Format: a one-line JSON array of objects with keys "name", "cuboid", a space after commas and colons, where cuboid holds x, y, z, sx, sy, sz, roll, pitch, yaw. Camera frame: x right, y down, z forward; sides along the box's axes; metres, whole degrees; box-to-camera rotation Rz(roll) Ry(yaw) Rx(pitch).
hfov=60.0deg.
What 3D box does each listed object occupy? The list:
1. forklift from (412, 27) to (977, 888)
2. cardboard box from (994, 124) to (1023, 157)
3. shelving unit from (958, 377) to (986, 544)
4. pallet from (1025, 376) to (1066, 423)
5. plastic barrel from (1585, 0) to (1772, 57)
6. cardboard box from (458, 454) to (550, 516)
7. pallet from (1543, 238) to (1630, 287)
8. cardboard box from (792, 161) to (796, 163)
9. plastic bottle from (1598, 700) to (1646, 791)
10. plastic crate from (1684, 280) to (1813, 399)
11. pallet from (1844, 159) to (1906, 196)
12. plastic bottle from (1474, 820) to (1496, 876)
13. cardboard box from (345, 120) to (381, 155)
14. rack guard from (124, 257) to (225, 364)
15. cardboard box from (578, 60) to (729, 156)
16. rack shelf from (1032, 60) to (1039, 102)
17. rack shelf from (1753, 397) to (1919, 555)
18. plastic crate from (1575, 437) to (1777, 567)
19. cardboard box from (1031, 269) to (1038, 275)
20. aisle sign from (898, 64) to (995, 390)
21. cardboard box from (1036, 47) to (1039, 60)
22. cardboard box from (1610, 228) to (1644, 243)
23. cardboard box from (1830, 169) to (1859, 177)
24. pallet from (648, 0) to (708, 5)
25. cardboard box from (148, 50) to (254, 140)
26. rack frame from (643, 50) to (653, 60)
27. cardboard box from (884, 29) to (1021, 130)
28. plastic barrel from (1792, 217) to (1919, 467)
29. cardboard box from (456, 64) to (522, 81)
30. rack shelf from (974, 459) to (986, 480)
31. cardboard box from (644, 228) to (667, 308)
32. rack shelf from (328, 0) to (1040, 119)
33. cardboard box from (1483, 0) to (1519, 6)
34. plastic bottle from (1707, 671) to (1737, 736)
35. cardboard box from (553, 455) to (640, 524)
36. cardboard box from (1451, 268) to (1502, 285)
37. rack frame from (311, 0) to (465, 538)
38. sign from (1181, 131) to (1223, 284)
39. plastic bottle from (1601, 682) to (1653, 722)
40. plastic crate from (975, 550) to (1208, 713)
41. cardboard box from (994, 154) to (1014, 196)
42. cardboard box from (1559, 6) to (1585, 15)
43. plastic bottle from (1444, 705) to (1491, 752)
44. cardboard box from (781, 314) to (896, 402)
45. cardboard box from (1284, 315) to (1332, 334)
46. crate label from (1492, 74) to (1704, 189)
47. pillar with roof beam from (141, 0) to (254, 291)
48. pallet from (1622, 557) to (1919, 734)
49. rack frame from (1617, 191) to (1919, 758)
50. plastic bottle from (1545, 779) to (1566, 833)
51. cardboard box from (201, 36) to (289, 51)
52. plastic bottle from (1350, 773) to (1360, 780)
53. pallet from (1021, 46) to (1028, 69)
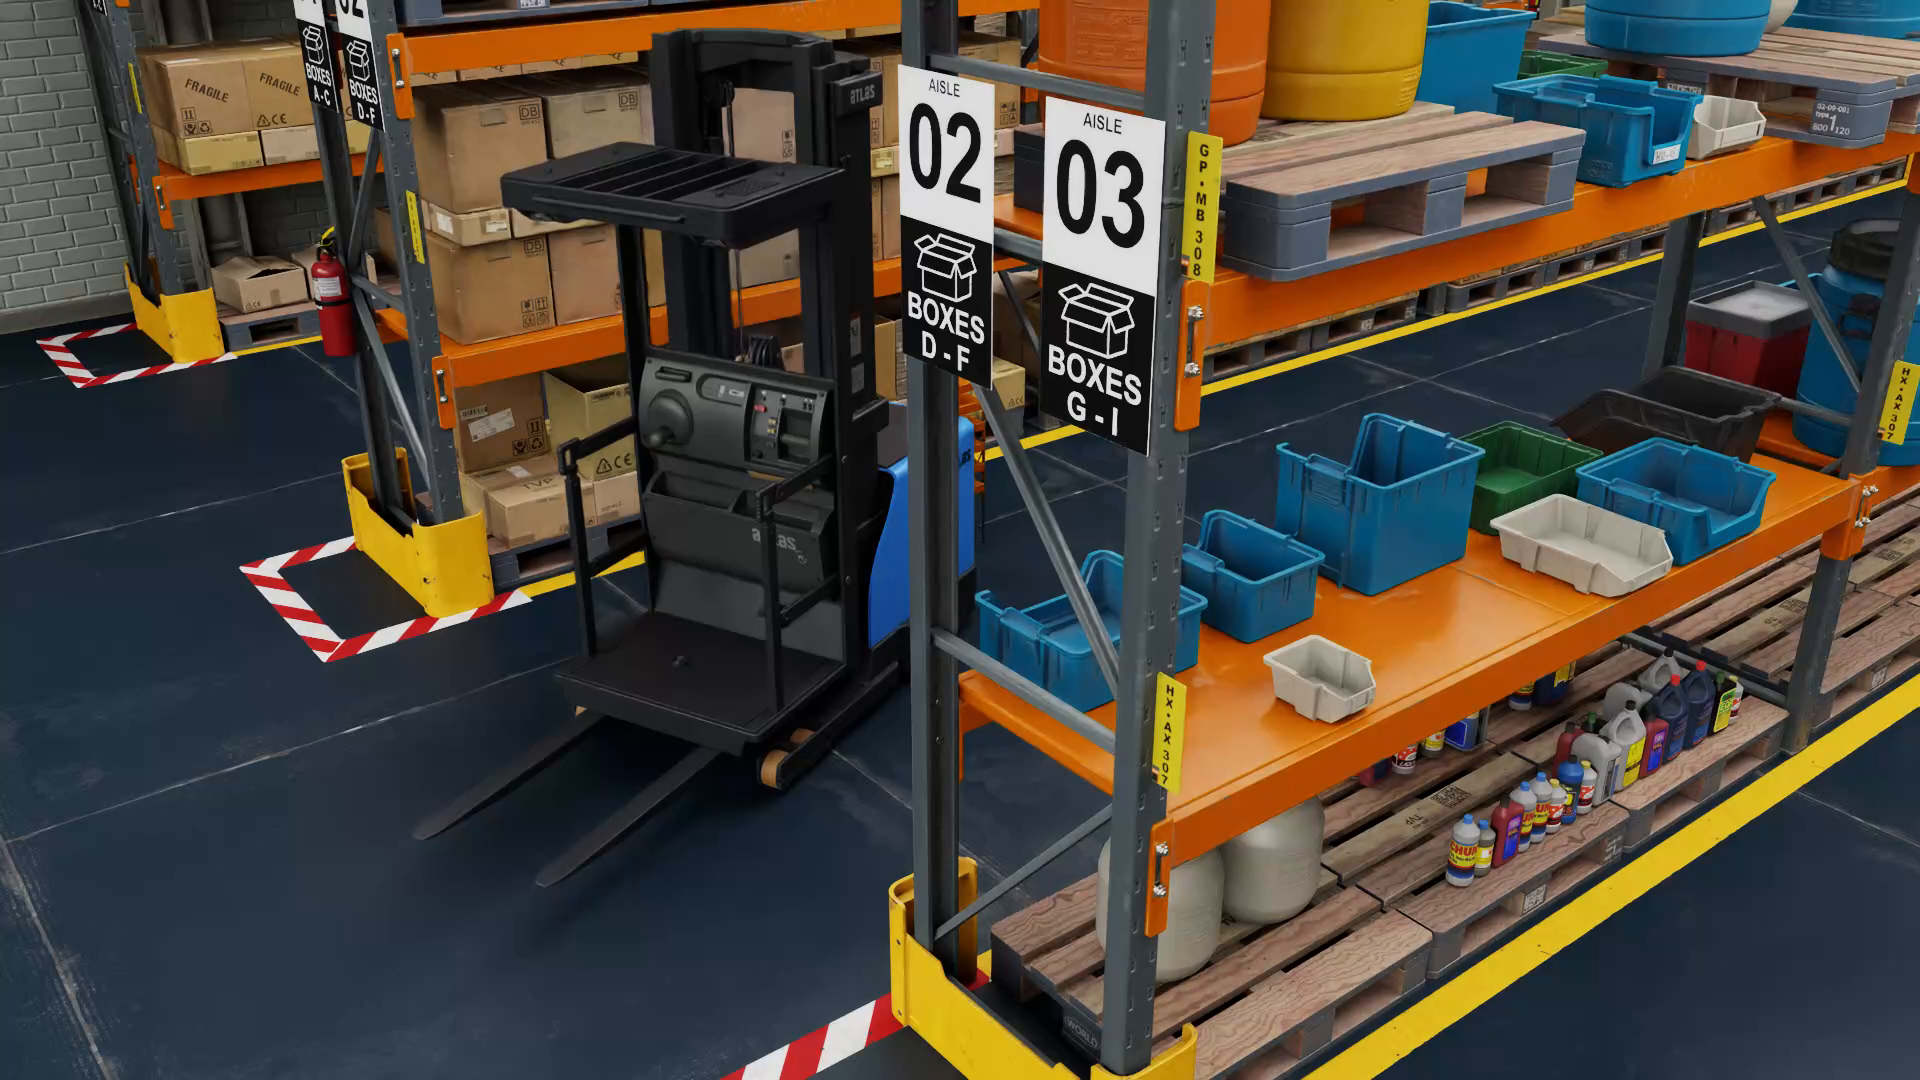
[{"name": "forklift", "cuboid": [-1.063, -0.498, 6.842, 1.130, 2.935, 3.031, 13, 28, 26]}, {"name": "cardboard box", "cuboid": [0.214, -2.437, 10.048, 0.250, 0.149, 0.380, -18, 31, -34]}, {"name": "shelving unit", "cuboid": [-0.011, -0.540, 8.989, 0.189, 1.200, 0.258, -18, 31, -34]}, {"name": "pallet", "cuboid": [0.851, -1.178, 11.538, 1.213, 0.211, 1.003, -18, 31, -34]}, {"name": "plastic barrel", "cuboid": [2.500, -2.153, 5.667, 0.708, 0.901, 0.600, -18, 31, -34]}, {"name": "cardboard box", "cuboid": [-2.612, -0.380, 9.274, 0.500, 0.250, 0.500, -18, 31, -34]}, {"name": "pallet", "cuboid": [5.013, -2.510, 14.407, 1.213, 0.211, 1.003, -18, 31, -34]}, {"name": "cardboard box", "cuboid": [-0.993, -2.038, 9.188, 0.250, 0.149, 0.380, -17, 30, -32]}, {"name": "plastic bottle", "cuboid": [2.615, 0.801, 6.584, 0.185, 0.351, 0.144, -18, 31, -34]}, {"name": "plastic crate", "cuboid": [3.541, -0.853, 7.449, 0.583, 0.464, 0.402, -18, 31, -34]}, {"name": "pallet", "cuboid": [9.052, -3.864, 17.325, 1.213, 0.211, 1.003, -18, 31, -34]}, {"name": "plastic bottle", "cuboid": [1.902, 1.117, 6.081, 0.097, 0.201, 0.097, 0, 25, 0]}, {"name": "cardboard box", "cuboid": [-4.527, -3.073, 12.462, 0.500, 0.250, 0.500, -19, 31, -35]}, {"name": "rack guard", "cuboid": [-5.852, -1.726, 12.375, 0.348, 0.500, 1.175, -18, 31, -34]}, {"name": "cardboard box", "cuboid": [-1.629, -2.234, 8.841, 0.500, 0.500, 0.700, -18, 30, -34]}, {"name": "rack shelf", "cuboid": [1.957, -5.111, 17.555, 4.000, 0.370, 1.077, -18, 31, -34]}, {"name": "rack shelf", "cuboid": [4.923, -0.790, 8.244, 4.000, 0.370, 1.077, -18, 31, -34]}, {"name": "plastic crate", "cuboid": [2.646, -0.152, 6.192, 0.616, 0.251, 0.499, -18, 31, -34]}, {"name": "cardboard box", "cuboid": [0.843, -1.774, 11.611, 0.500, 0.311, 0.500, -17, 30, -33]}, {"name": "aisle sign", "cuboid": [-0.038, -0.817, 4.359, 0.004, 0.787, 0.394, -18, 31, -34]}, {"name": "cardboard box", "cuboid": [0.786, -4.822, 16.352, 0.250, 0.149, 0.380, -19, 31, -35]}, {"name": "cardboard box", "cuboid": [5.590, -2.904, 14.391, 0.500, 0.500, 0.500, -18, 30, -33]}, {"name": "cardboard box", "cuboid": [8.697, -3.849, 16.724, 0.500, 0.250, 0.500, -18, 31, -34]}, {"name": "pallet", "cuboid": [-1.319, -3.014, 8.723, 1.213, 0.211, 1.003, -18, 31, -34]}, {"name": "cardboard box", "cuboid": [-5.351, -3.146, 11.728, 0.500, 0.500, 0.500, -18, 31, -34]}, {"name": "rack frame", "cuboid": [-2.764, -3.879, 14.045, 0.127, 3.000, 1.000, -18, 31, -34]}, {"name": "cardboard box", "cuboid": [-0.050, -2.755, 9.964, 0.500, 0.500, 0.700, -18, 30, -34]}, {"name": "plastic barrel", "cuboid": [3.840, -0.825, 6.868, 0.708, 0.901, 0.600, -18, 31, -34]}, {"name": "cardboard box", "cuboid": [-3.737, -3.676, 12.872, 0.500, 0.500, 0.500, -19, 31, -35]}, {"name": "rack shelf", "cuboid": [-0.011, -0.391, 9.059, 0.180, 0.103, 0.258, -18, 31, -34]}, {"name": "cardboard box", "cuboid": [-1.672, -1.627, 9.075, 0.500, 0.500, 0.700, -18, 30, -34]}, {"name": "rack shelf", "cuboid": [-1.278, -2.754, 8.912, 4.000, 0.370, 1.077, -18, 31, -34]}, {"name": "cardboard box", "cuboid": [6.284, -6.997, 20.406, 0.700, 0.700, 0.980, -17, 30, -32]}, {"name": "plastic bottle", "cuboid": [3.174, 0.670, 6.948, 0.133, 0.283, 0.061, -17, 30, -32]}, {"name": "cardboard box", "cuboid": [-1.902, -0.340, 9.187, 0.500, 0.250, 0.500, -18, 31, -34]}, {"name": "cardboard box", "cuboid": [3.978, -2.367, 13.234, 0.500, 0.500, 0.500, -17, 30, -32]}, {"name": "rack frame", "cuboid": [-2.852, -1.200, 8.272, 0.127, 3.000, 1.000, -18, 31, -34]}, {"name": "sign", "cuboid": [0.538, -0.739, 3.706, 0.005, 0.325, 0.100, -18, 31, -34]}, {"name": "plastic bottle", "cuboid": [2.758, 0.709, 6.872, 0.135, 0.276, 0.152, -18, 31, -34]}, {"name": "plastic crate", "cuboid": [0.411, 0.280, 5.260, 0.616, 0.251, 0.499, -18, 31, -34]}, {"name": "cardboard box", "cuboid": [-0.050, -2.167, 10.237, 0.500, 0.500, 0.700, -19, 31, -35]}, {"name": "cardboard box", "cuboid": [5.578, -4.304, 14.344, 0.500, 0.500, 0.700, -13, 28, -26]}, {"name": "plastic bottle", "cuboid": [2.086, 0.713, 6.863, 0.135, 0.276, 0.152, -18, 31, -34]}, {"name": "cardboard box", "cuboid": [-0.726, -1.072, 9.874, 0.500, 0.500, 0.500, -18, 31, -34]}, {"name": "cardboard box", "cuboid": [2.379, -1.739, 12.202, 0.500, 0.250, 0.500, -17, 30, -33]}, {"name": "crate label", "cuboid": [1.878, -1.228, 4.946, 0.408, 0.251, 0.502, -18, 31, -34]}, {"name": "pillar with roof beam", "cuboid": [-3.238, -4.603, 8.480, 0.400, 9.000, 9.100, -18, 31, -34]}, {"name": "pallet", "cuboid": [3.943, 0.451, 8.028, 1.213, 0.211, 1.003, -18, 31, -34]}, {"name": "rack frame", "cuboid": [3.349, -0.597, 6.973, 0.127, 3.000, 1.000, -18, 31, -34]}, {"name": "plastic bottle", "cuboid": [2.247, 1.003, 6.327, 0.097, 0.201, 0.097, 0, 25, 0]}, {"name": "cardboard box", "cuboid": [-5.270, -3.442, 12.366, 0.500, 0.500, 0.500, -18, 30, -33]}, {"name": "plastic bottle", "cuboid": [1.591, 0.799, 6.678, 0.135, 0.276, 0.152, -18, 30, -34]}, {"name": "pallet", "cuboid": [-0.111, -4.611, 15.849, 1.003, 0.211, 1.213, -18, 31, -34]}]
